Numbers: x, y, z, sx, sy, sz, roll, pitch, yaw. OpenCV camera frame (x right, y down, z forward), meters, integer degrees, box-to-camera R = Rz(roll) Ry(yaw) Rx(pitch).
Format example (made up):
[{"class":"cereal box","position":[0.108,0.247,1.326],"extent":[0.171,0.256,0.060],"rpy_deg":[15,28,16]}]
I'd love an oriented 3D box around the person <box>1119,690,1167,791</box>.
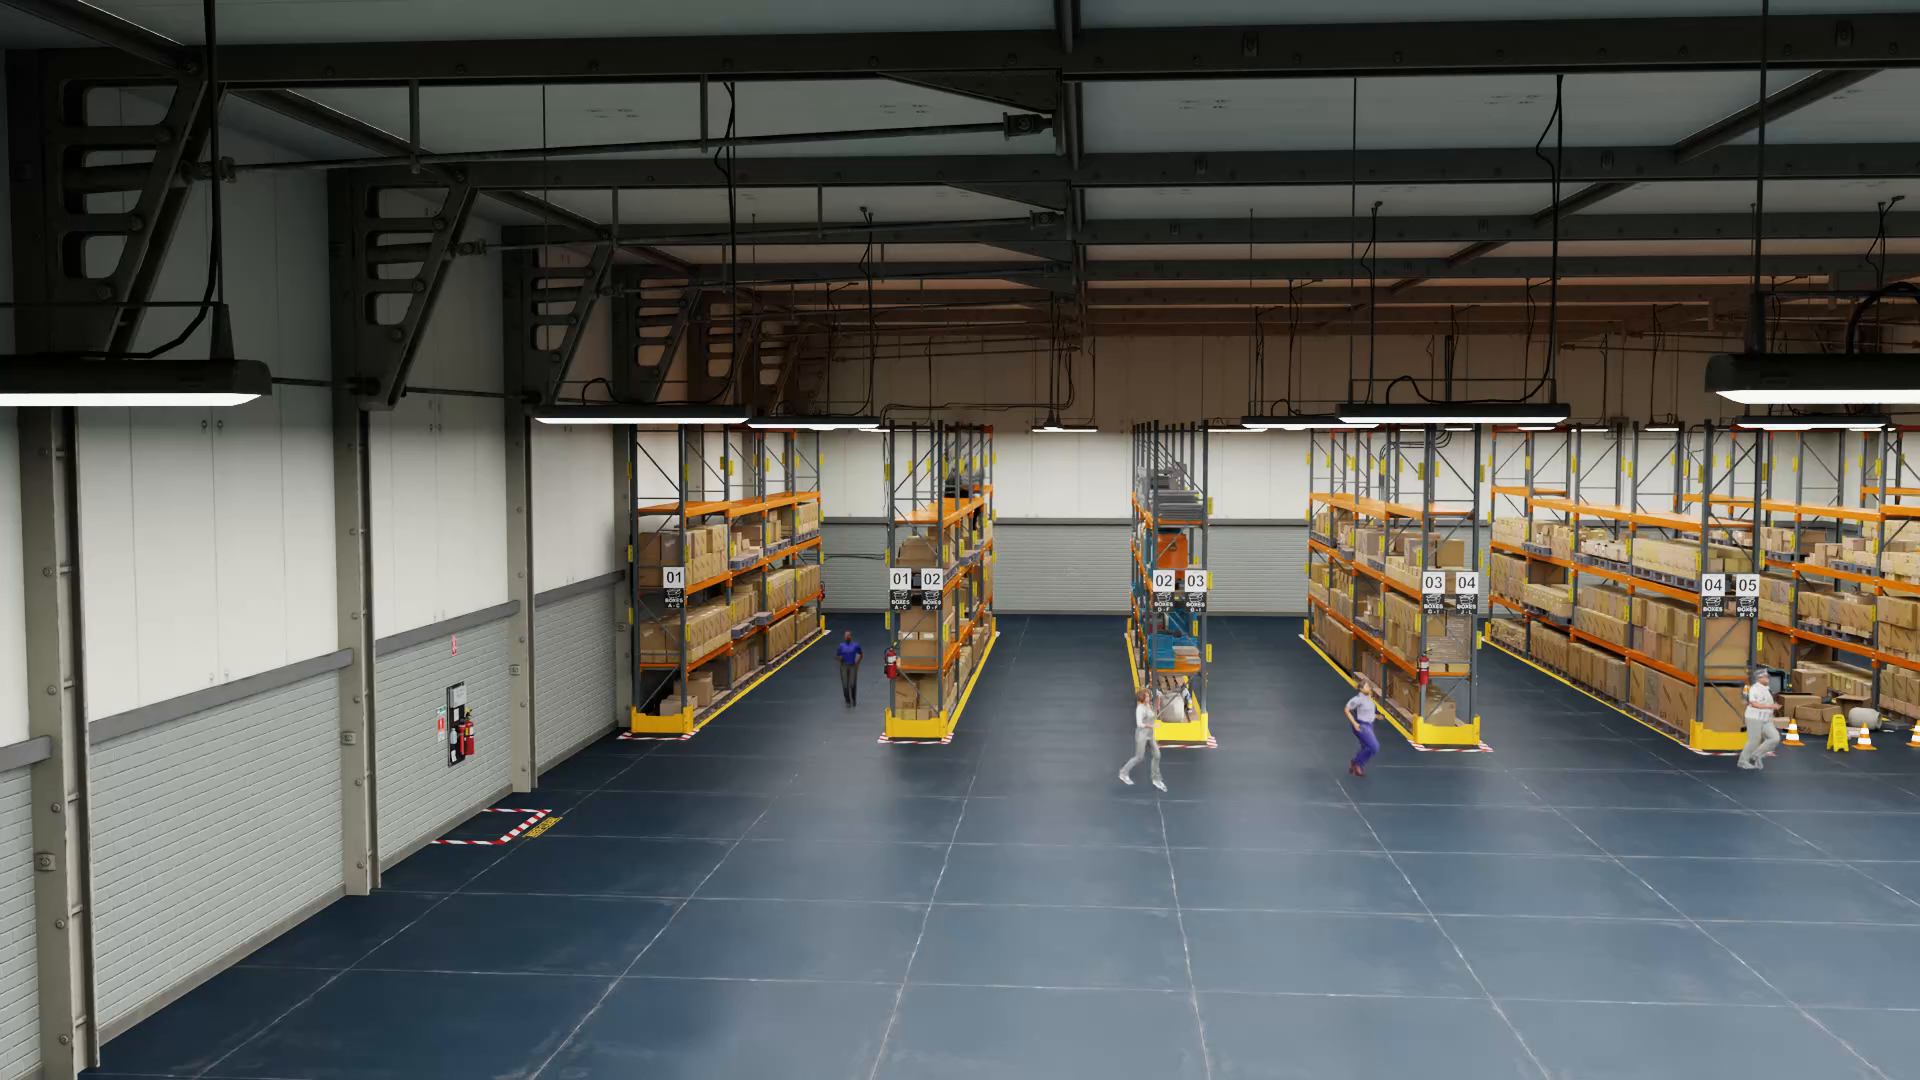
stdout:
[{"class":"person","position":[2.961,3.224,26.887],"extent":[0.806,1.625,0.545],"rpy_deg":[2,4,31]}]

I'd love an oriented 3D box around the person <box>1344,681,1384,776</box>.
[{"class":"person","position":[6.772,3.154,27.747],"extent":[0.598,1.610,0.587],"rpy_deg":[2,4,33]}]

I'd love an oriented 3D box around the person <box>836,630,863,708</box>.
[{"class":"person","position":[-2.320,2.707,34.719],"extent":[0.562,1.624,0.580],"rpy_deg":[0,4,2]}]

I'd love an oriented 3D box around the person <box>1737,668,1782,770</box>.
[{"class":"person","position":[13.696,3.059,28.351],"extent":[0.689,1.768,0.694],"rpy_deg":[-3,5,-38]}]
